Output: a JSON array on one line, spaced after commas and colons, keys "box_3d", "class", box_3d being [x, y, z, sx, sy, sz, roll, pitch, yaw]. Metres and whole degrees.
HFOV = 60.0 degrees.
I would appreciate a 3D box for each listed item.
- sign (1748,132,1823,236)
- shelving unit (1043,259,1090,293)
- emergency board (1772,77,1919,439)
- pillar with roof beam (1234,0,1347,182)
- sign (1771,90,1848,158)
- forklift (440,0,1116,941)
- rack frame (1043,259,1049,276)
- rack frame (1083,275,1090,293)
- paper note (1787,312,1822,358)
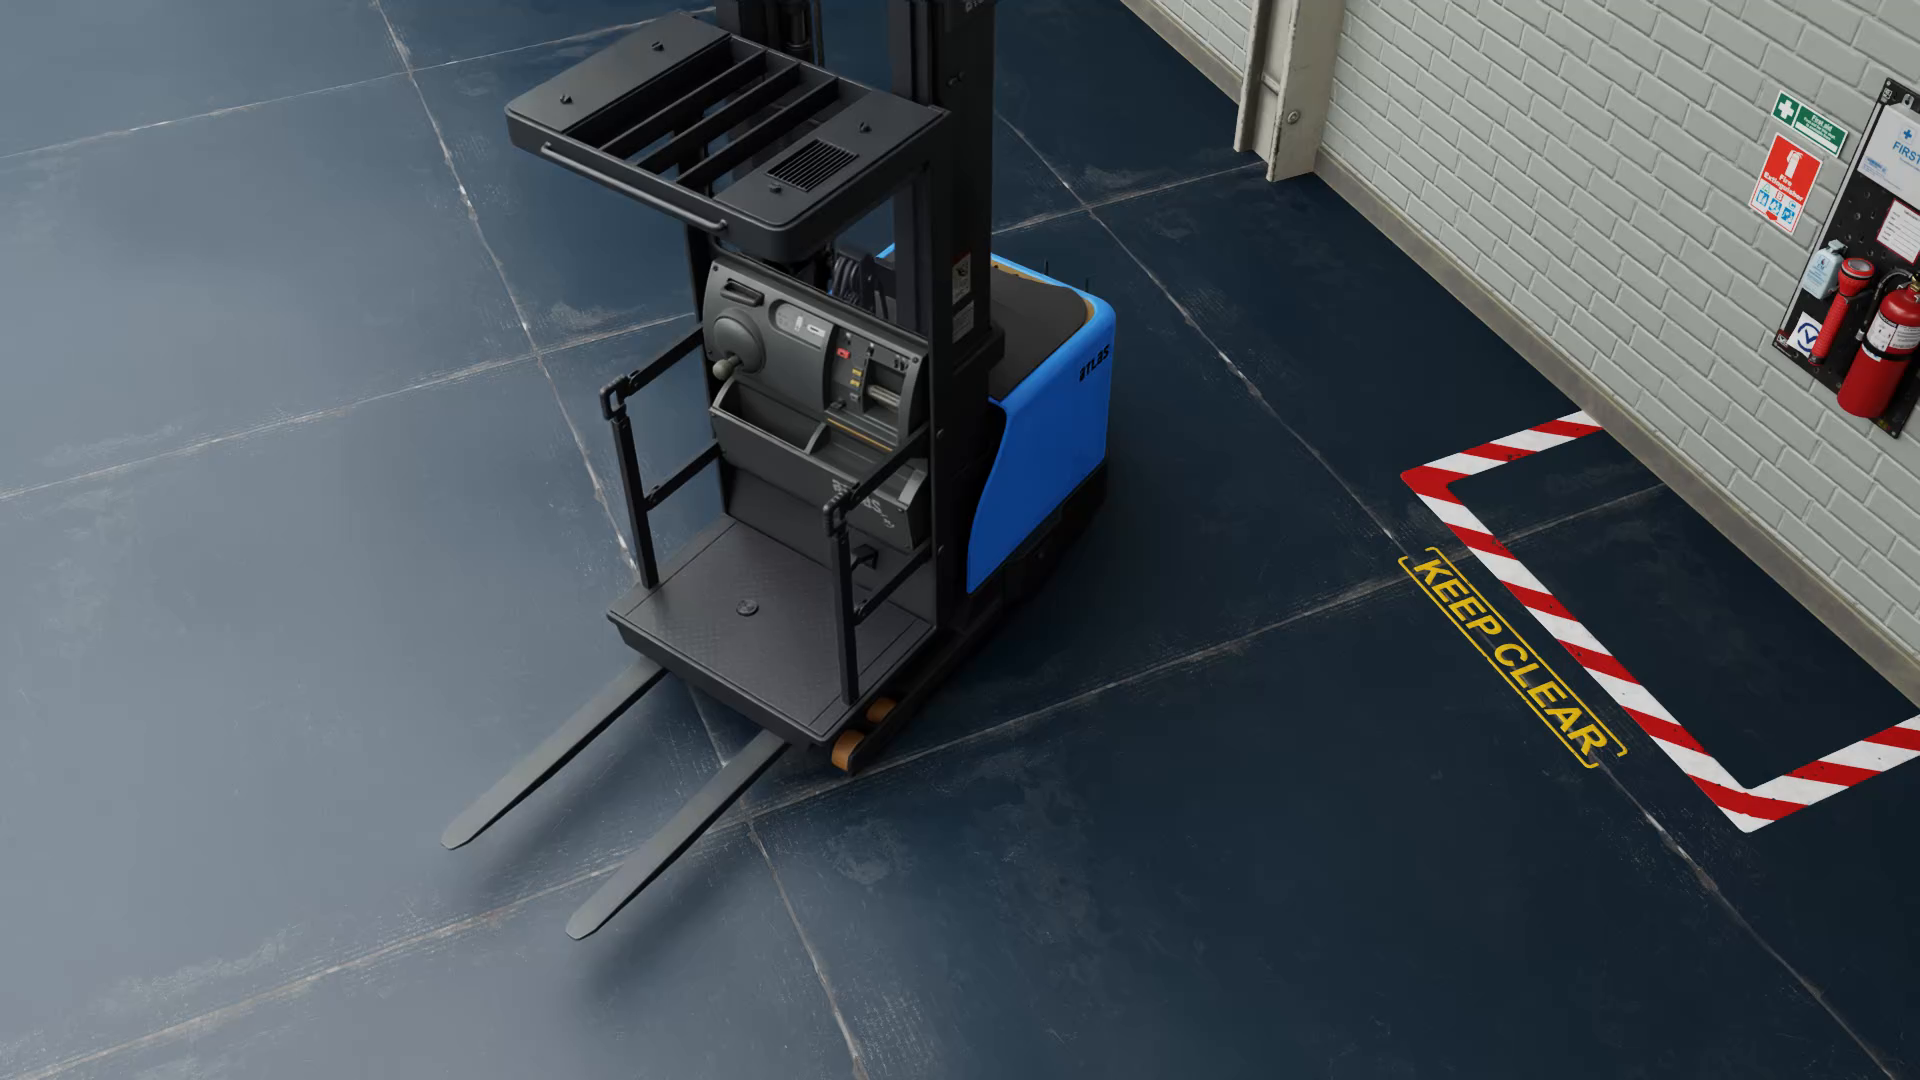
[{"box_3d": [3.139, -1.355, 6.331, 0.001, 0.329, 0.234, -18, 47, -17], "class": "sign"}, {"box_3d": [0.387, -0.761, 7.249, 0.210, 0.900, 0.258, 27, 51, 25], "class": "shelving unit"}, {"box_3d": [3.278, -0.960, 5.956, 0.194, 1.169, 0.643, -18, 47, -17], "class": "emergency board"}, {"box_3d": [-2.147, -4.061, 4.828, 9.100, 9.000, 0.400, -18, 47, -17], "class": "pillar with roof beam"}, {"box_3d": [3.132, -1.538, 6.139, 0.001, 0.109, 0.331, -18, 47, -17], "class": "sign"}, {"box_3d": [-0.641, -0.564, 5.604, 1.130, 2.935, 3.031, 27, 51, 25], "class": "forklift"}, {"box_3d": [0.304, -0.803, 7.292, 0.006, 0.900, 0.240, 27, 51, 25], "class": "rack frame"}, {"box_3d": [0.469, -0.719, 7.207, 0.006, 0.900, 0.240, 27, 51, 25], "class": "rack frame"}, {"box_3d": [3.266, -0.779, 6.400, 0.016, 0.148, 0.142, -18, 47, -17], "class": "paper note"}]
